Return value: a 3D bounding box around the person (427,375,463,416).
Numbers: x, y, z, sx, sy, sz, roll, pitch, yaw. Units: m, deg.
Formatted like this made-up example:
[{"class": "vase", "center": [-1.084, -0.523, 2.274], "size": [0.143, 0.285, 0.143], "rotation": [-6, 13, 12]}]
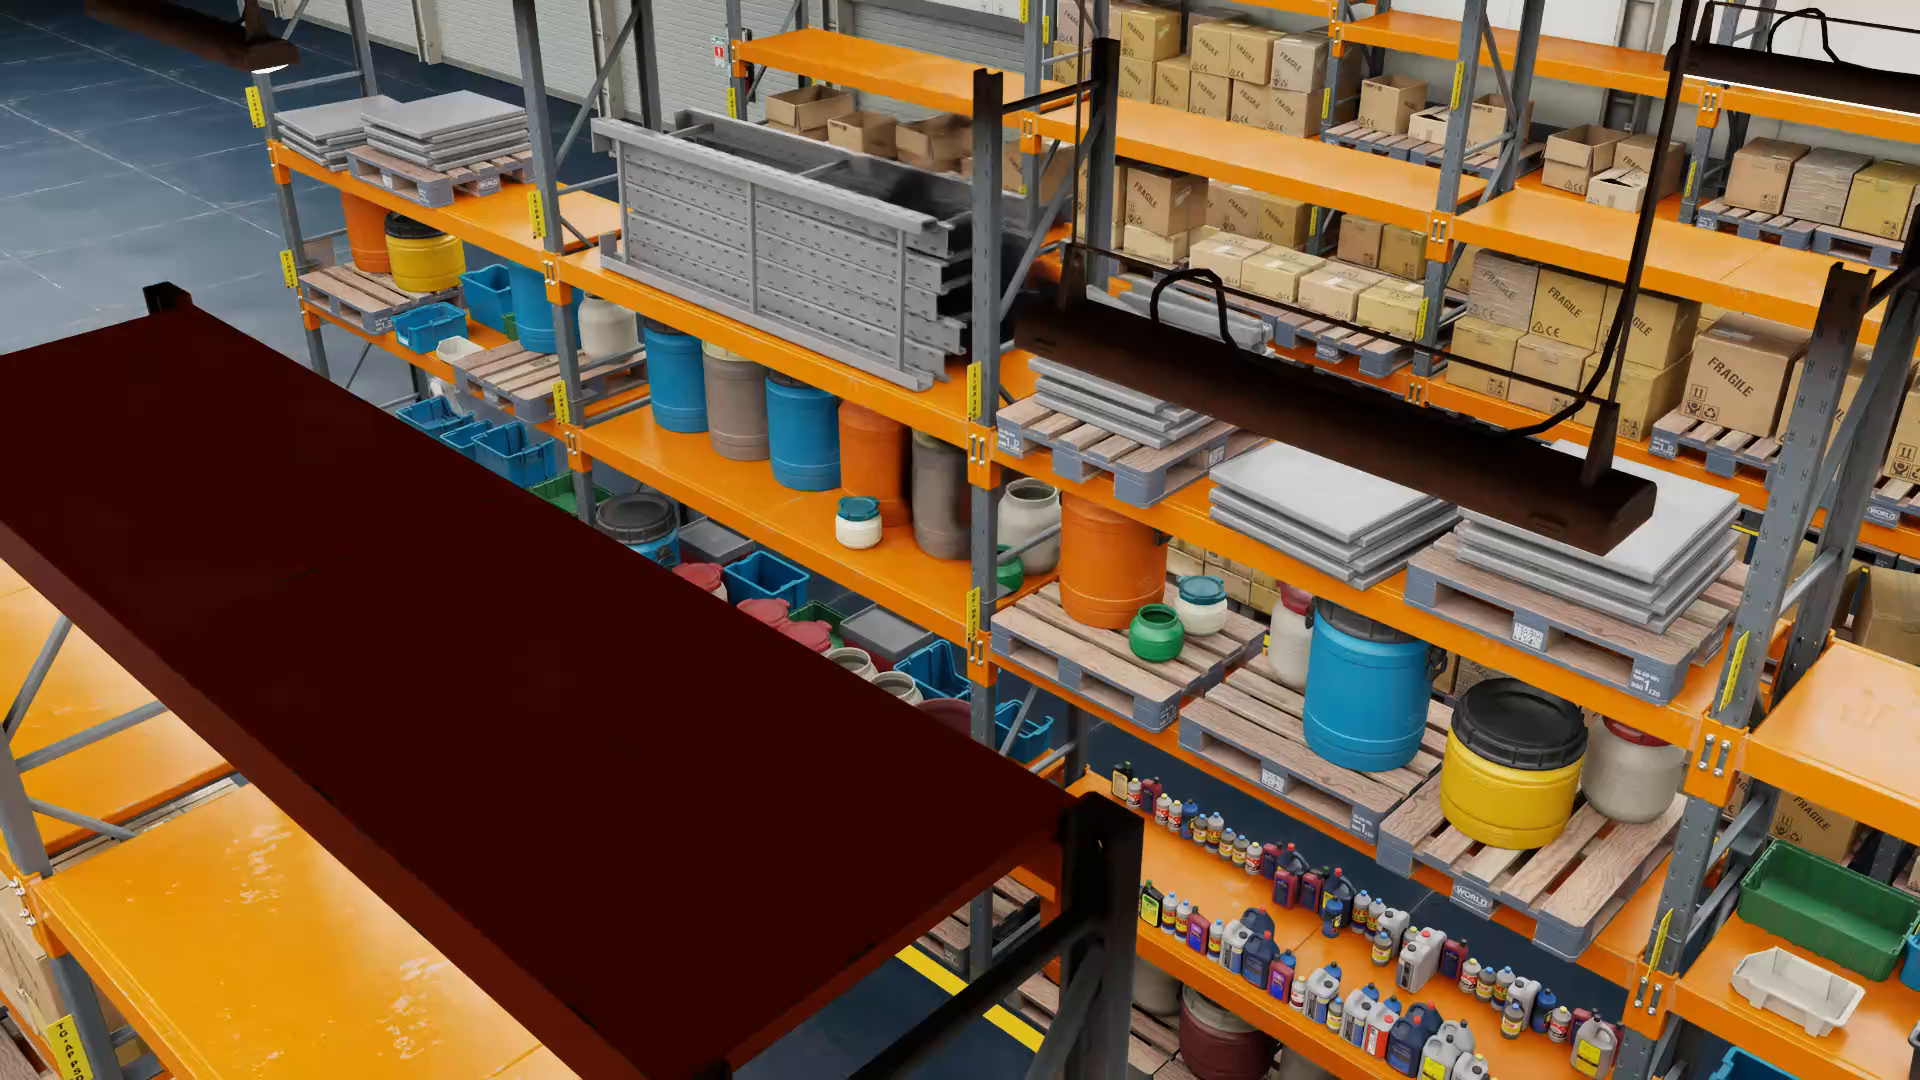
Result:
[{"class": "person", "center": [-5.186, -1.212, 16.832], "size": [0.650, 1.532, 0.589], "rotation": [4, 30, 7]}]
